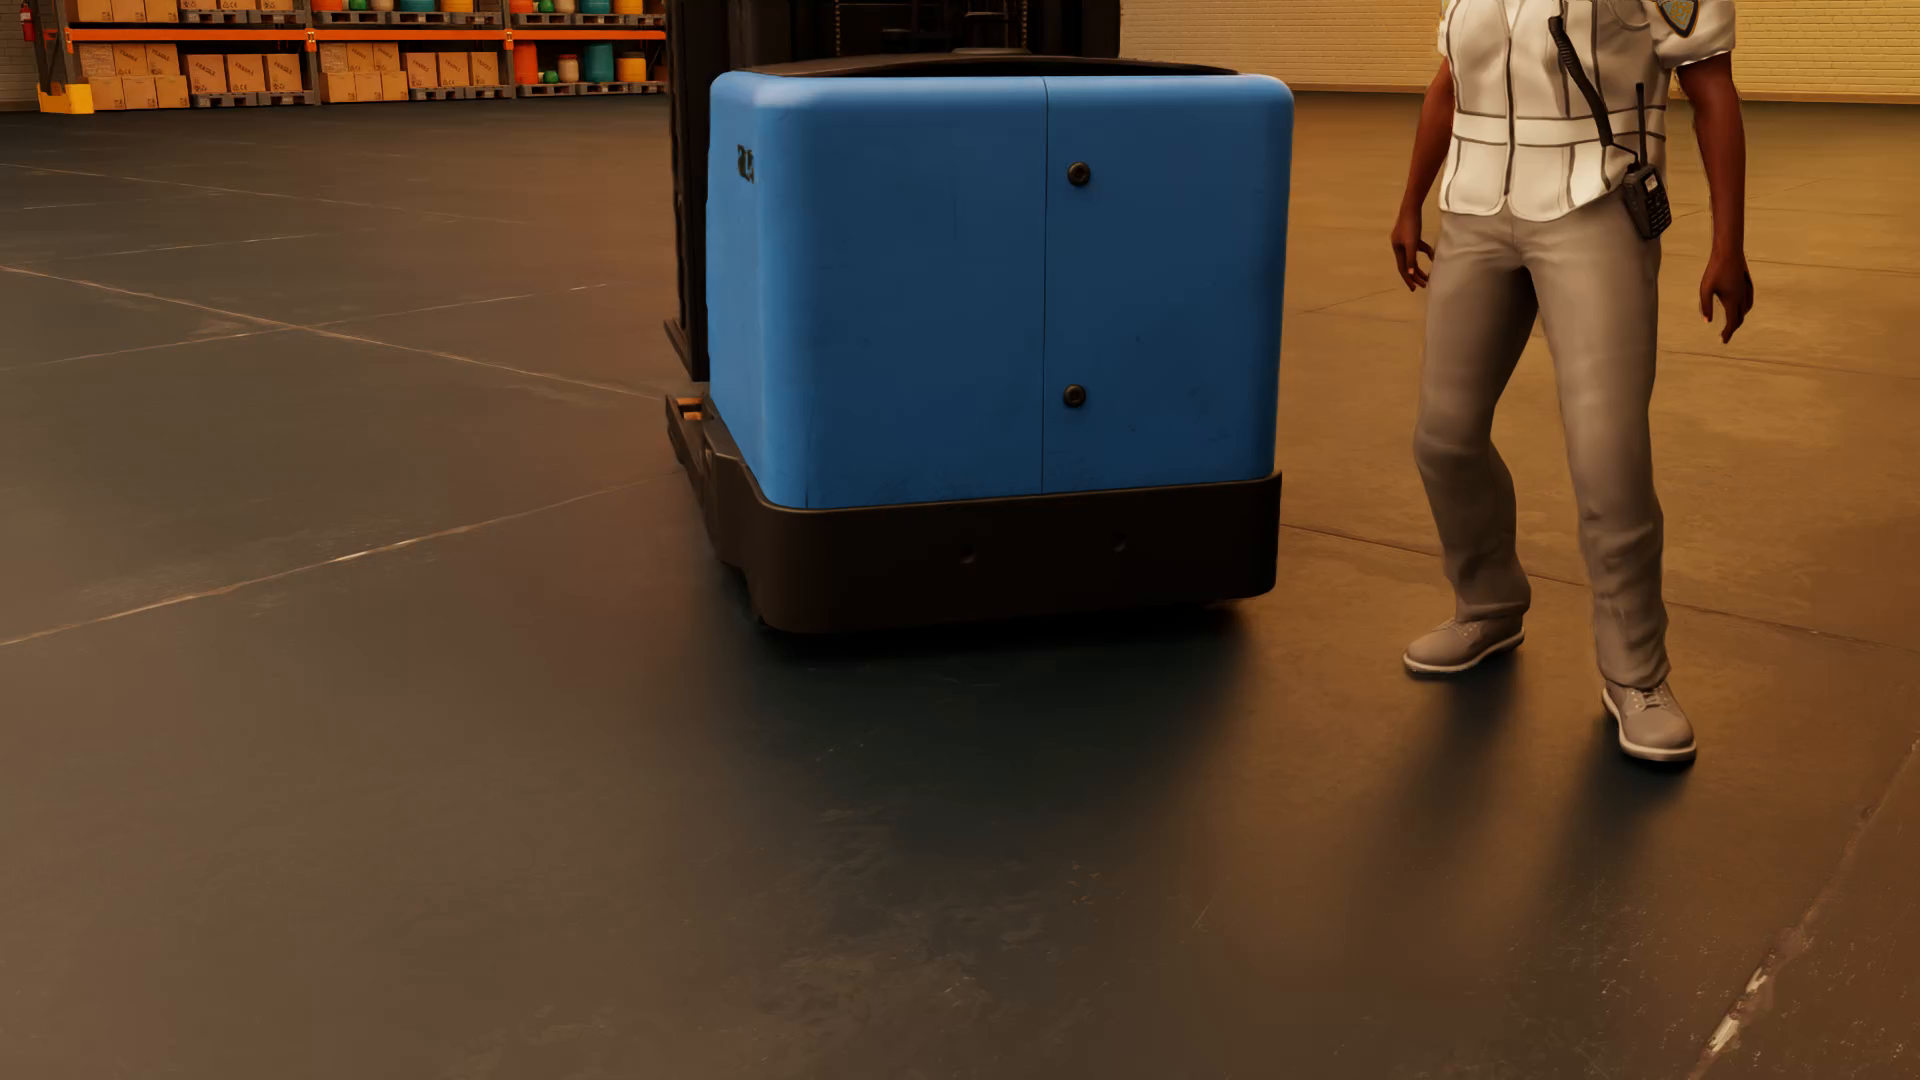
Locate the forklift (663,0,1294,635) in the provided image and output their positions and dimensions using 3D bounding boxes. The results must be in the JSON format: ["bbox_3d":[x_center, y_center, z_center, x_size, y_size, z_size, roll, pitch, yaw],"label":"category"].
[{"bbox_3d":[-0.218,-1.613,4.210,1.130,2.935,3.031,-4,17,-14],"label":"forklift"}]

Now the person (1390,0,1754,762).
[{"bbox_3d":[1.022,-0.507,2.836,0.404,1.632,0.787,-14,22,-38],"label":"person"}]
